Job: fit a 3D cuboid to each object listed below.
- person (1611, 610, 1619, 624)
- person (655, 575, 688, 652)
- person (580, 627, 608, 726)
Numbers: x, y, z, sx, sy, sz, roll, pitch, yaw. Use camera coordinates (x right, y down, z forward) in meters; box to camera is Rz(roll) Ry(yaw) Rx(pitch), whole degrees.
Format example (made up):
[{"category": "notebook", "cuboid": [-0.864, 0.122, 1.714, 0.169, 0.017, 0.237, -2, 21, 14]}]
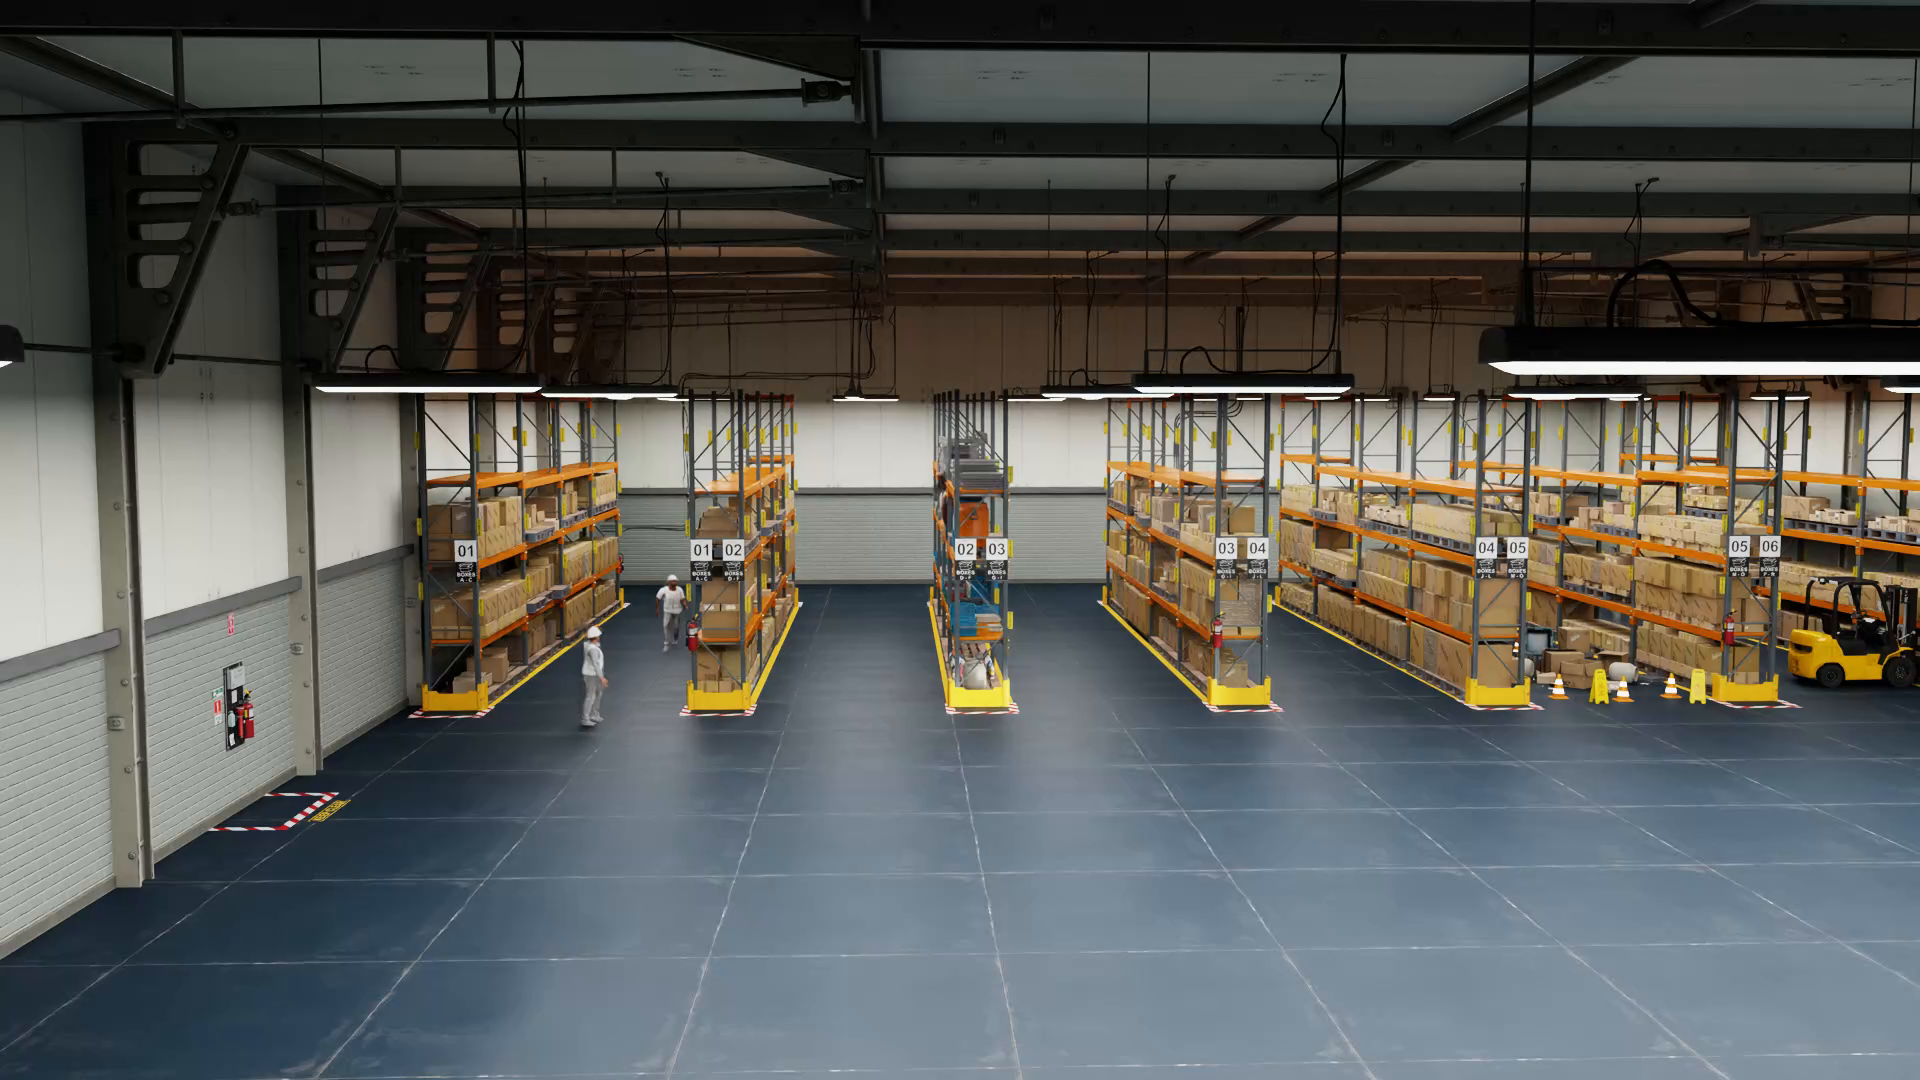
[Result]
[{"category": "person", "cuboid": [16.617, 1.461, 42.202, 0.362, 1.687, 0.503, 2, 5, 21]}, {"category": "person", "cuboid": [-6.752, 1.691, 38.997, 0.784, 1.746, 1.003, 0, 5, -2]}, {"category": "person", "cuboid": [-6.566, 2.435, 29.802, 0.493, 1.798, 0.675, -1, 5, -13]}]
